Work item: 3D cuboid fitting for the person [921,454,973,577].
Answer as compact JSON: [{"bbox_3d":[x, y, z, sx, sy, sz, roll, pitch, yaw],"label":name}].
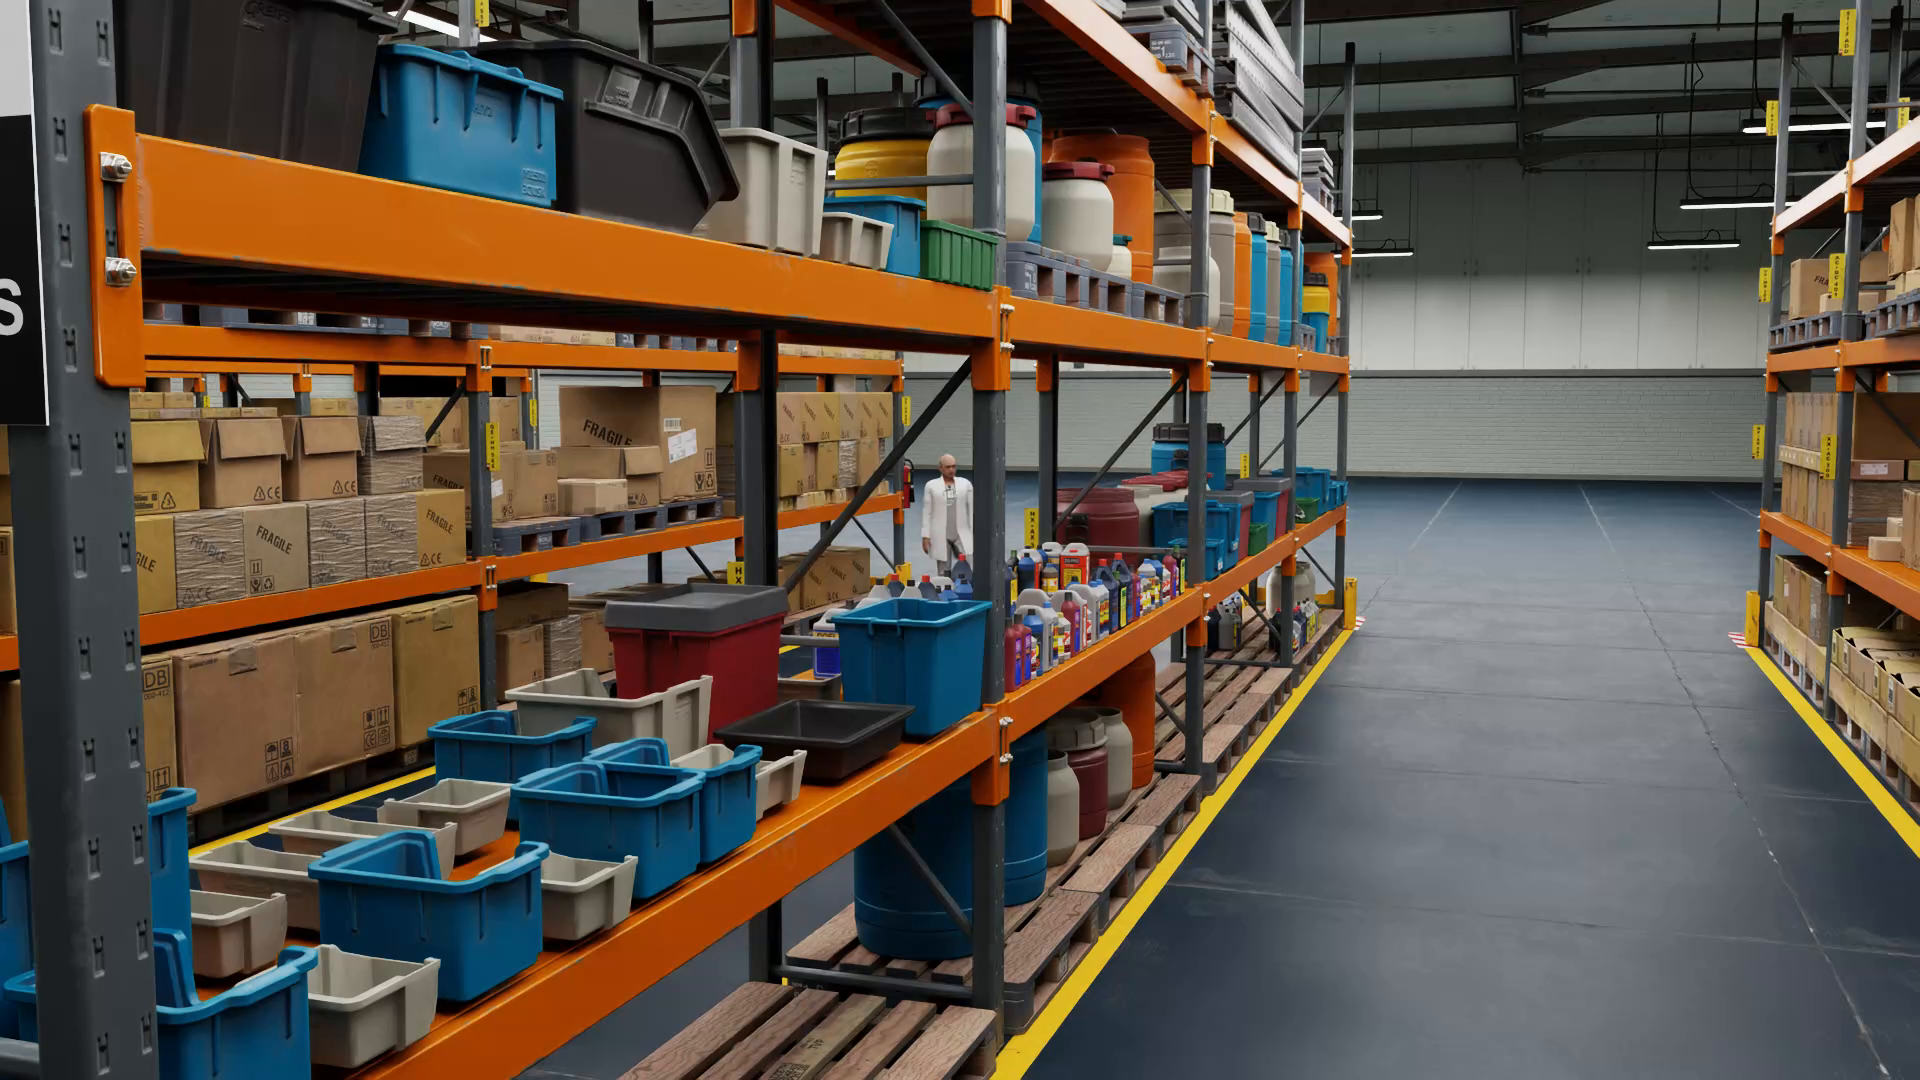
[{"bbox_3d":[-0.079,-0.025,17.777,0.680,1.781,0.467,0,5,-5],"label":"person"}]
